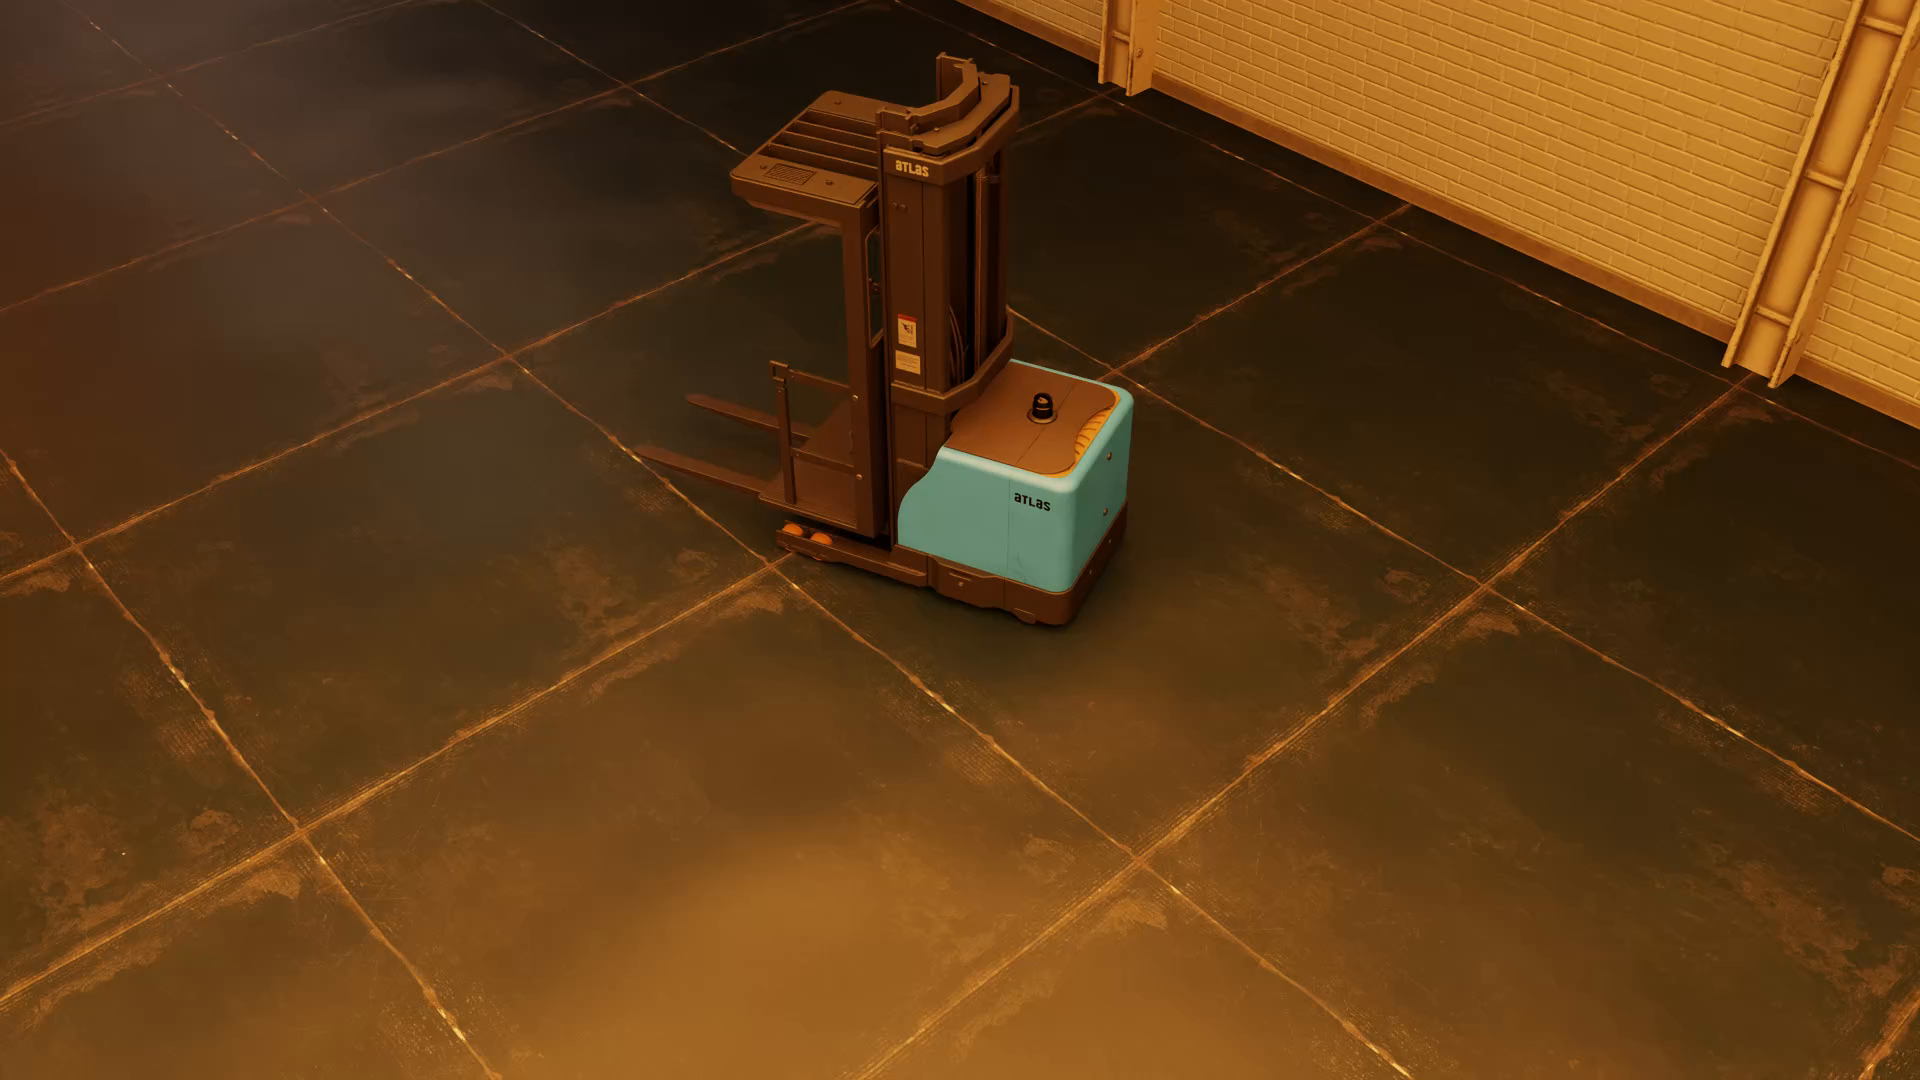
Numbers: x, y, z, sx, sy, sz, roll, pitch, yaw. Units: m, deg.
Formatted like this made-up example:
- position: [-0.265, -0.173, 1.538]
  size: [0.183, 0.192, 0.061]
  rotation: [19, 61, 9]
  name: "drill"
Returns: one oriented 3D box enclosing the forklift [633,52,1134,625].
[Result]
- position: [-0.550, -1.280, 9.391]
  size: [3.031, 2.935, 1.130]
  rotation: [17, 44, 19]
  name: "forklift"
